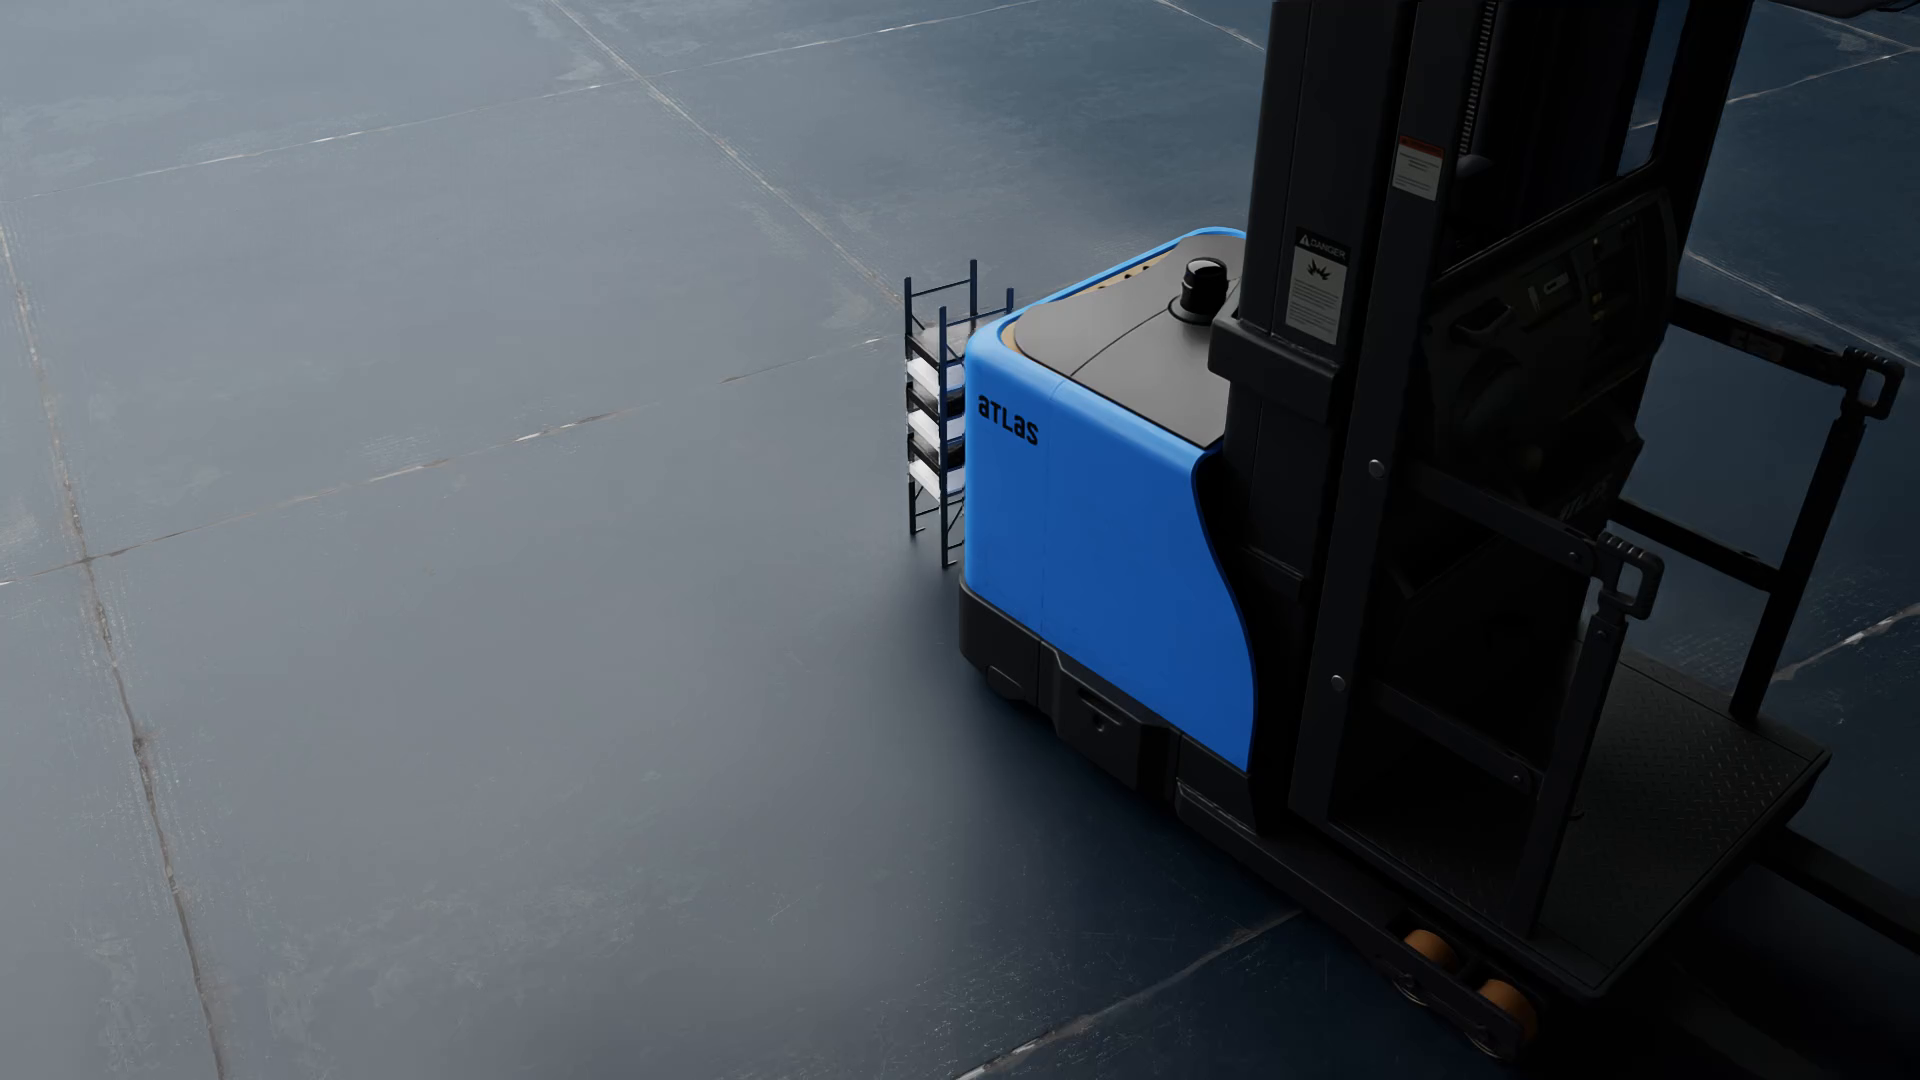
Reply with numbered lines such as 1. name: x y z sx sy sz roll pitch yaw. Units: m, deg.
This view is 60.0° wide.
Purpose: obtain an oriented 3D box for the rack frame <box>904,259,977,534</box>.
1. rack frame: -0.055 -0.419 5.061 0.240 0.900 0.006 -19 40 -24

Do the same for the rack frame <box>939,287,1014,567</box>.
1. rack frame: 0.047 -0.316 4.919 0.240 0.900 0.006 -19 40 -24

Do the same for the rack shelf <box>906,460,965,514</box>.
1. rack shelf: -0.004 -0.195 5.116 0.258 0.077 0.200 -19 40 -24

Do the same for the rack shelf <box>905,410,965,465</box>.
1. rack shelf: -0.004 -0.341 5.010 0.258 0.077 0.200 -19 40 -24

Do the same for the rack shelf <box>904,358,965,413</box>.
1. rack shelf: -0.004 -0.486 4.904 0.258 0.077 0.200 -19 40 -24

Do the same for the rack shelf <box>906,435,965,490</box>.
1. rack shelf: -0.004 -0.268 5.063 0.258 0.077 0.200 -19 40 -24

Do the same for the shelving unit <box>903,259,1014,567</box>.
1. shelving unit: -0.004 -0.368 4.990 0.258 0.900 0.210 -19 40 -24

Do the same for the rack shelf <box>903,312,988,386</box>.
1. rack shelf: -0.004 -0.559 4.851 0.258 0.077 0.200 -19 40 -24

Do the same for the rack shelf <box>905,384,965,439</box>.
1. rack shelf: -0.004 -0.413 4.957 0.258 0.077 0.200 -19 40 -24

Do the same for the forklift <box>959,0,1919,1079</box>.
1. forklift: 1.365 -0.385 3.292 1.130 2.935 3.031 -29 45 -33
